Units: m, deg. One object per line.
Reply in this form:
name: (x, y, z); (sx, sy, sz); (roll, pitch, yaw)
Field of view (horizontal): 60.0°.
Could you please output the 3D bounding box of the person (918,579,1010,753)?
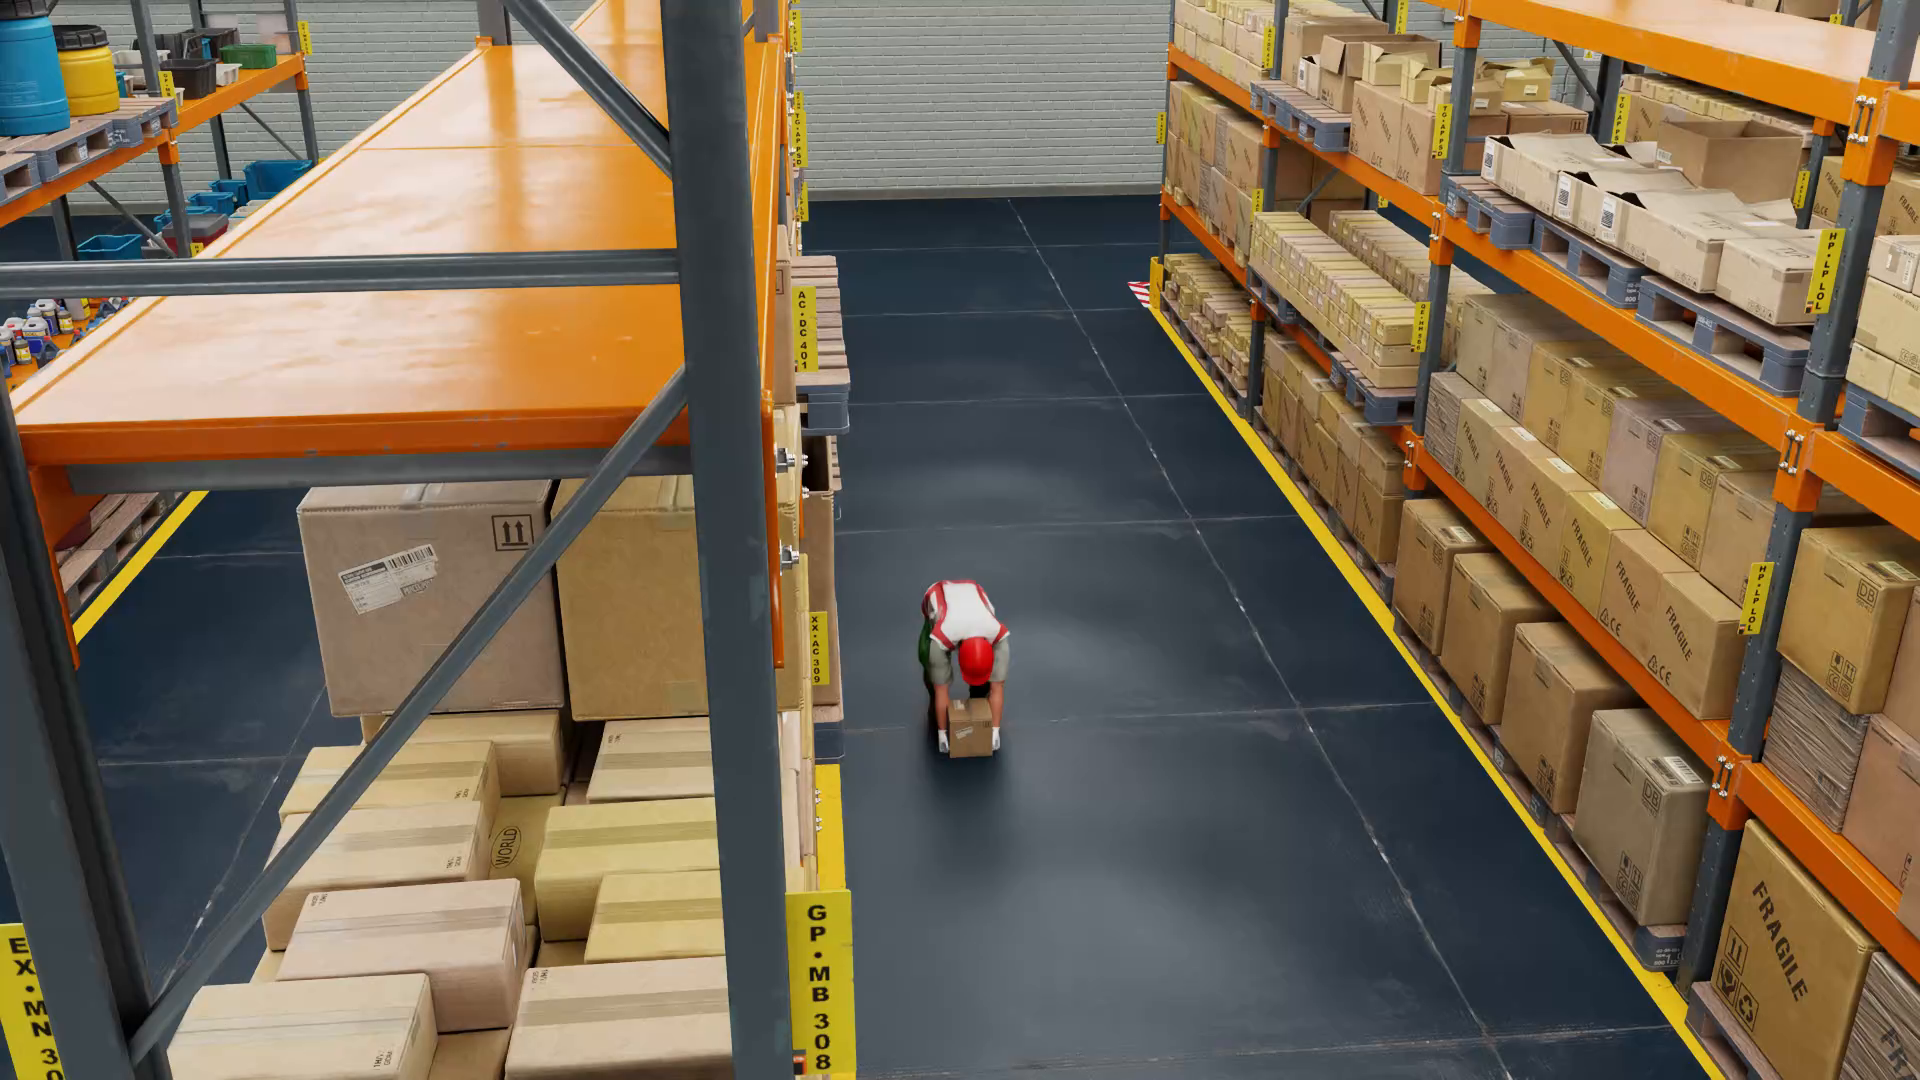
person: (0.024, 0.733, 9.864); (0.529, 0.843, 0.966); (-3, 24, -7)
